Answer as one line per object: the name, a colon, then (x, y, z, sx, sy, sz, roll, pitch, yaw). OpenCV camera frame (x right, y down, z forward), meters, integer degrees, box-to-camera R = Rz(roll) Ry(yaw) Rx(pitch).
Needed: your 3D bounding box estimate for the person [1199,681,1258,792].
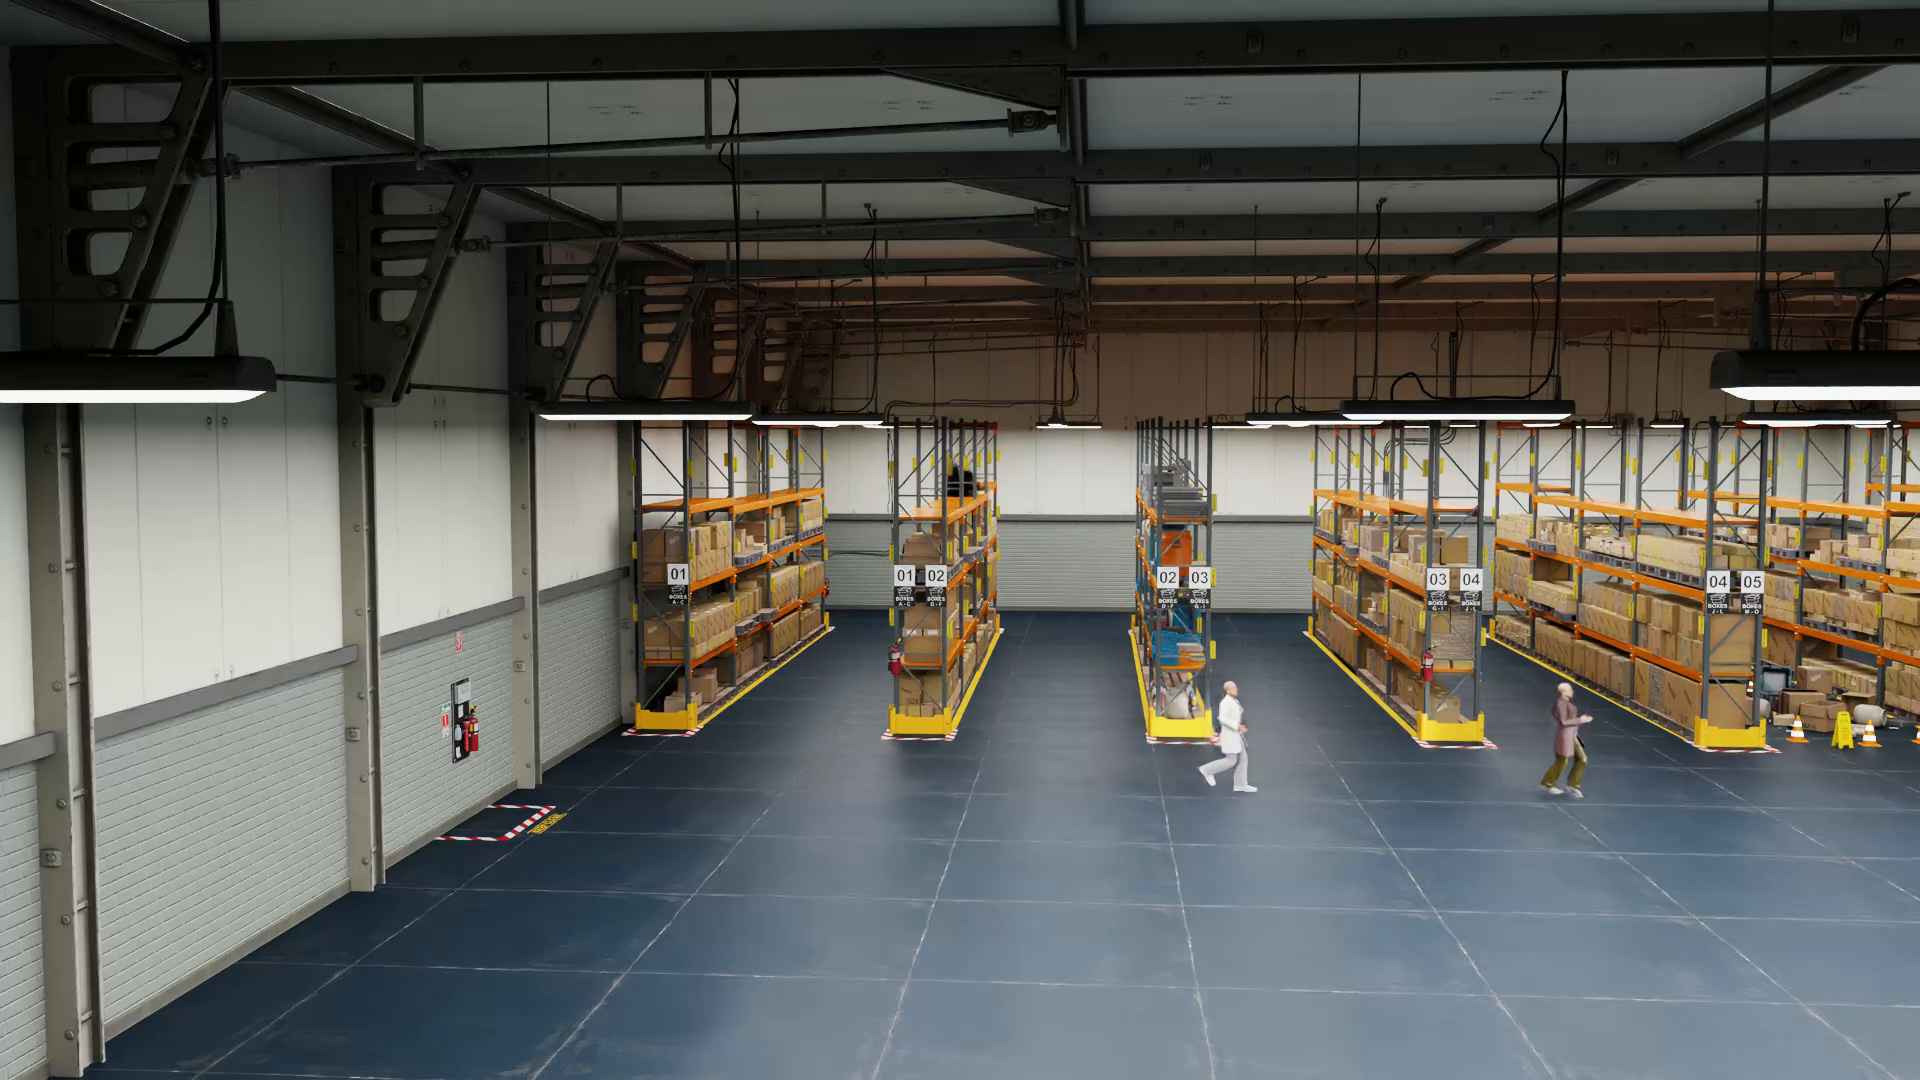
person: (4.267, 3.110, 26.360, 0.921, 1.750, 0.720, 1, 4, 21)

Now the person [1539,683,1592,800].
person: (9.457, 3.145, 25.933, 0.793, 1.844, 0.685, 3, 5, 35)
